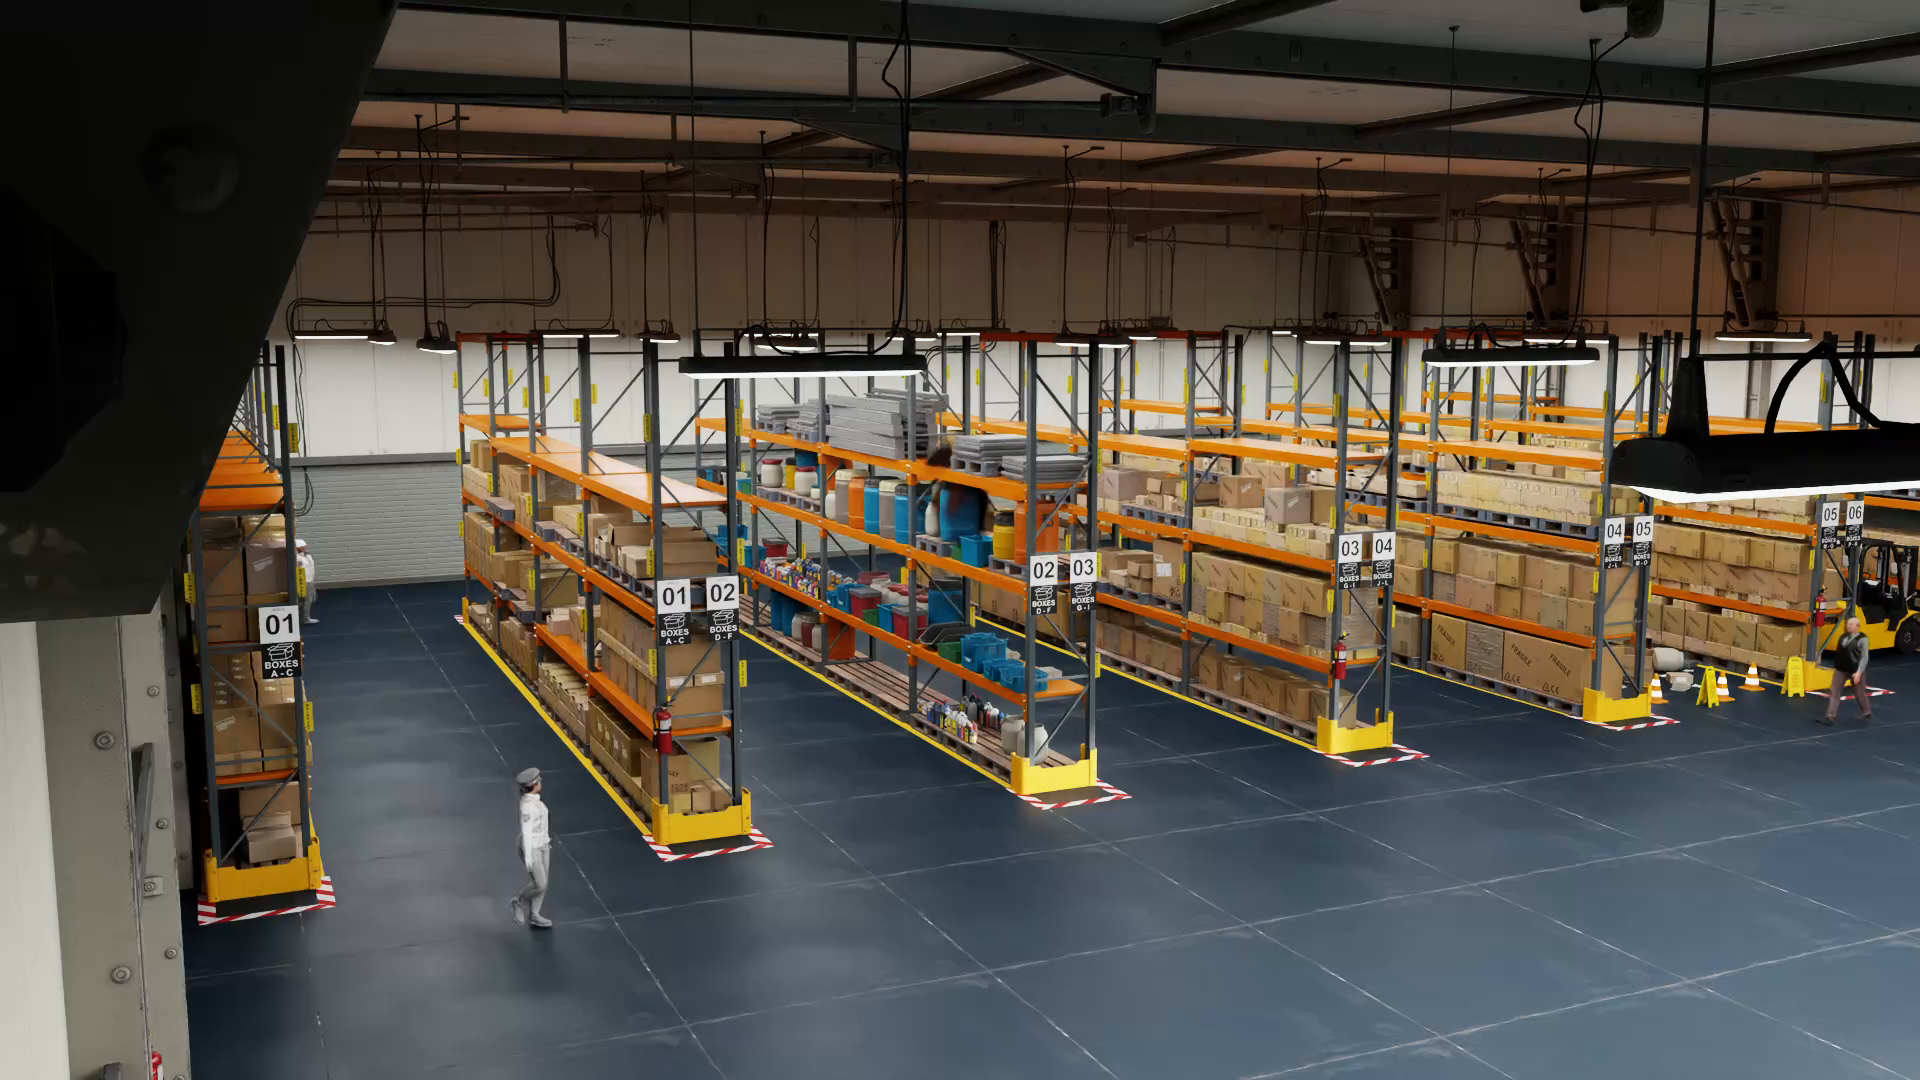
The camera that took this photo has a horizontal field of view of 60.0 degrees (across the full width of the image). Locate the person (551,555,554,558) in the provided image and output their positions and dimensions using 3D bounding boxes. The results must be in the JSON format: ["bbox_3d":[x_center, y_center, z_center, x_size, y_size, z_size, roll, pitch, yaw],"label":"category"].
[{"bbox_3d":[-8.817,0.589,36.198,0.701,1.759,0.661,2,8,13],"label":"person"}]

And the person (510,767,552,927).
[{"bbox_3d":[-4.421,3.179,17.210,0.464,1.682,0.519,3,8,19],"label":"person"}]

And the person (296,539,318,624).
[{"bbox_3d":[-13.527,0.851,34.169,0.551,1.760,0.534,-1,8,-8],"label":"person"}]

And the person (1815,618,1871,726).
[{"bbox_3d":[13.752,2.040,25.711,1.027,1.683,0.537,-6,10,-38],"label":"person"}]
